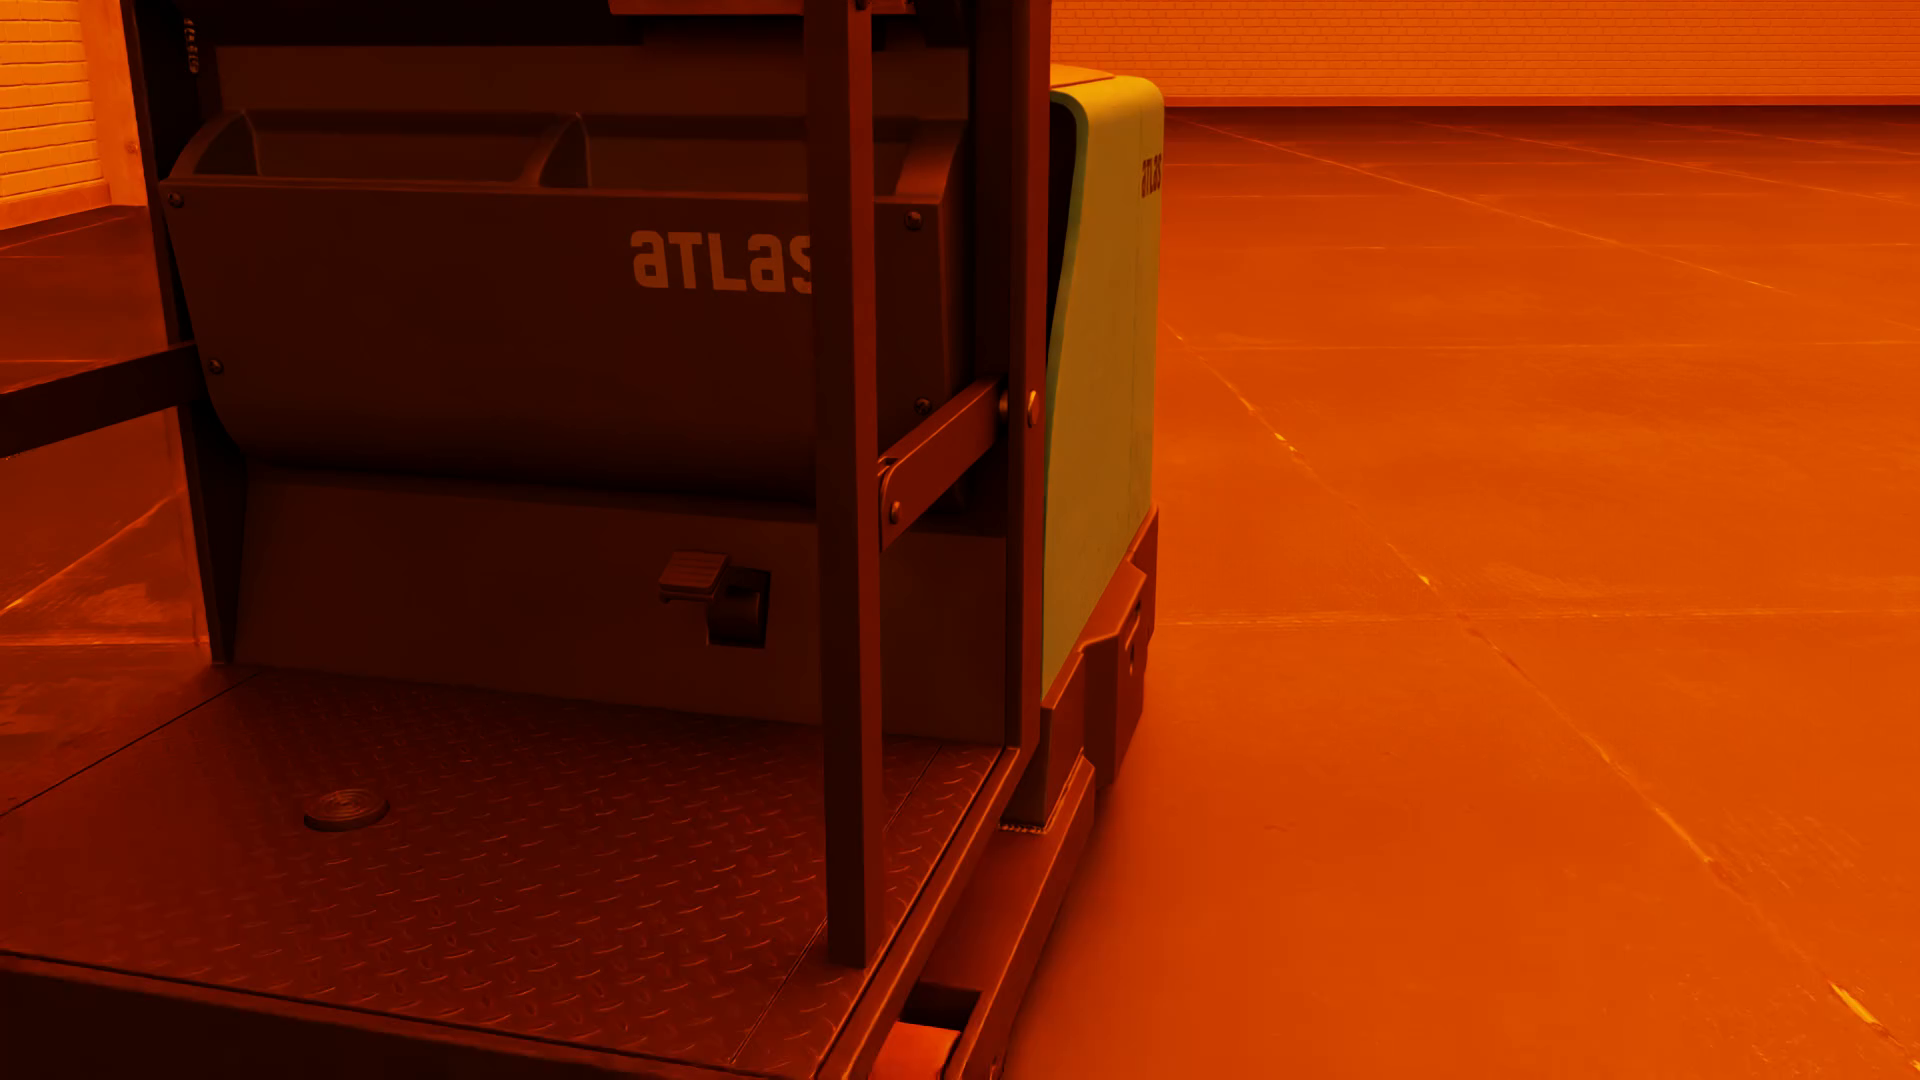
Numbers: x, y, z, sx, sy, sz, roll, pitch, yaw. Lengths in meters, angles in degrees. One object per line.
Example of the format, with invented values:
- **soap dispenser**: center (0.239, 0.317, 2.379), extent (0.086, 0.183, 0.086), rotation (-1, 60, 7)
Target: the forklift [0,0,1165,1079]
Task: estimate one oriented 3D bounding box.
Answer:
- **forklift**: center (-0.504, -0.801, 1.527), extent (1.130, 2.935, 3.031), rotation (4, 18, 14)
